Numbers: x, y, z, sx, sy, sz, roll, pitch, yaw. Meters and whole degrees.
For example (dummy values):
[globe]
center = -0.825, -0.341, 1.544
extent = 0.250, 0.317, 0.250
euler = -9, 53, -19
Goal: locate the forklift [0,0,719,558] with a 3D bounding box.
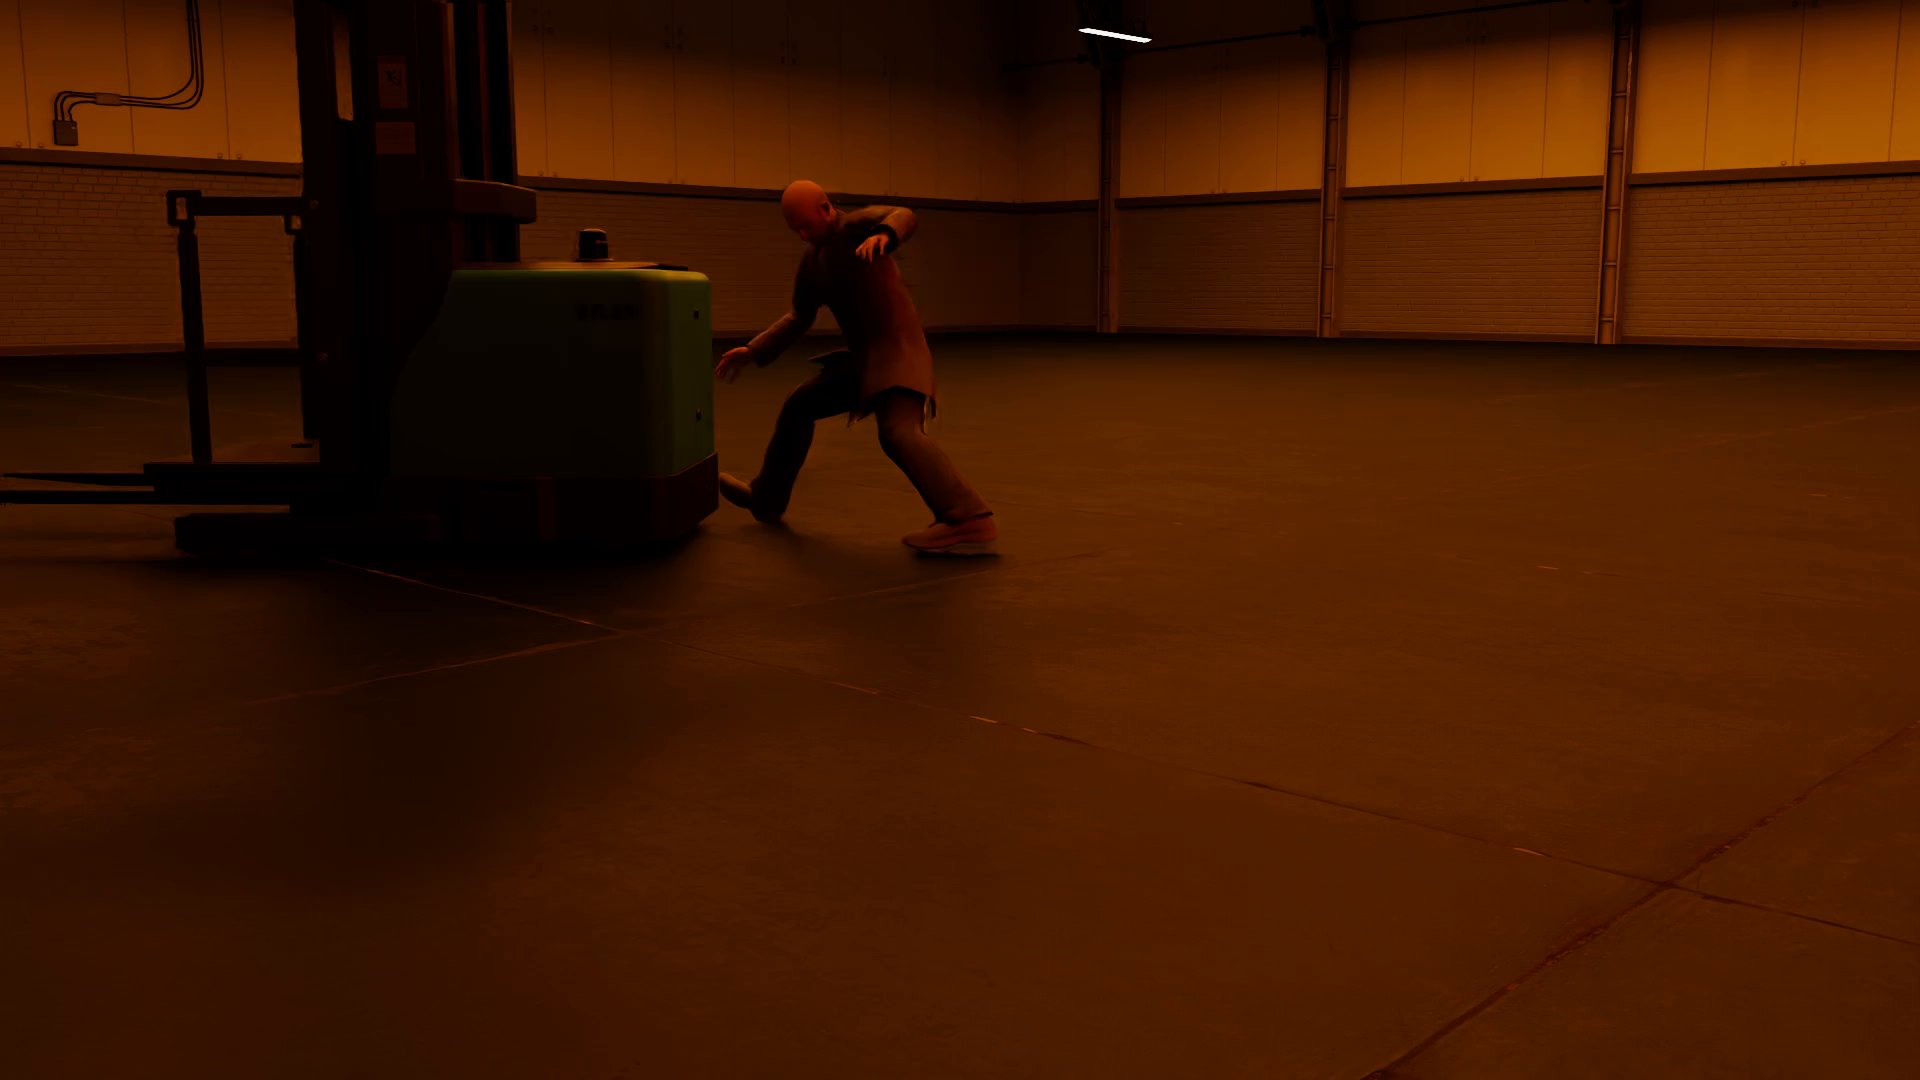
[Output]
[forklift]
center = -2.565, -1.459, 6.563
extent = 3.031, 2.935, 1.130
euler = 0, 9, 2

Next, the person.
[person]
center = -0.484, -0.722, 6.775
extent = 0.851, 1.463, 1.374
euler = -3, 9, -21
